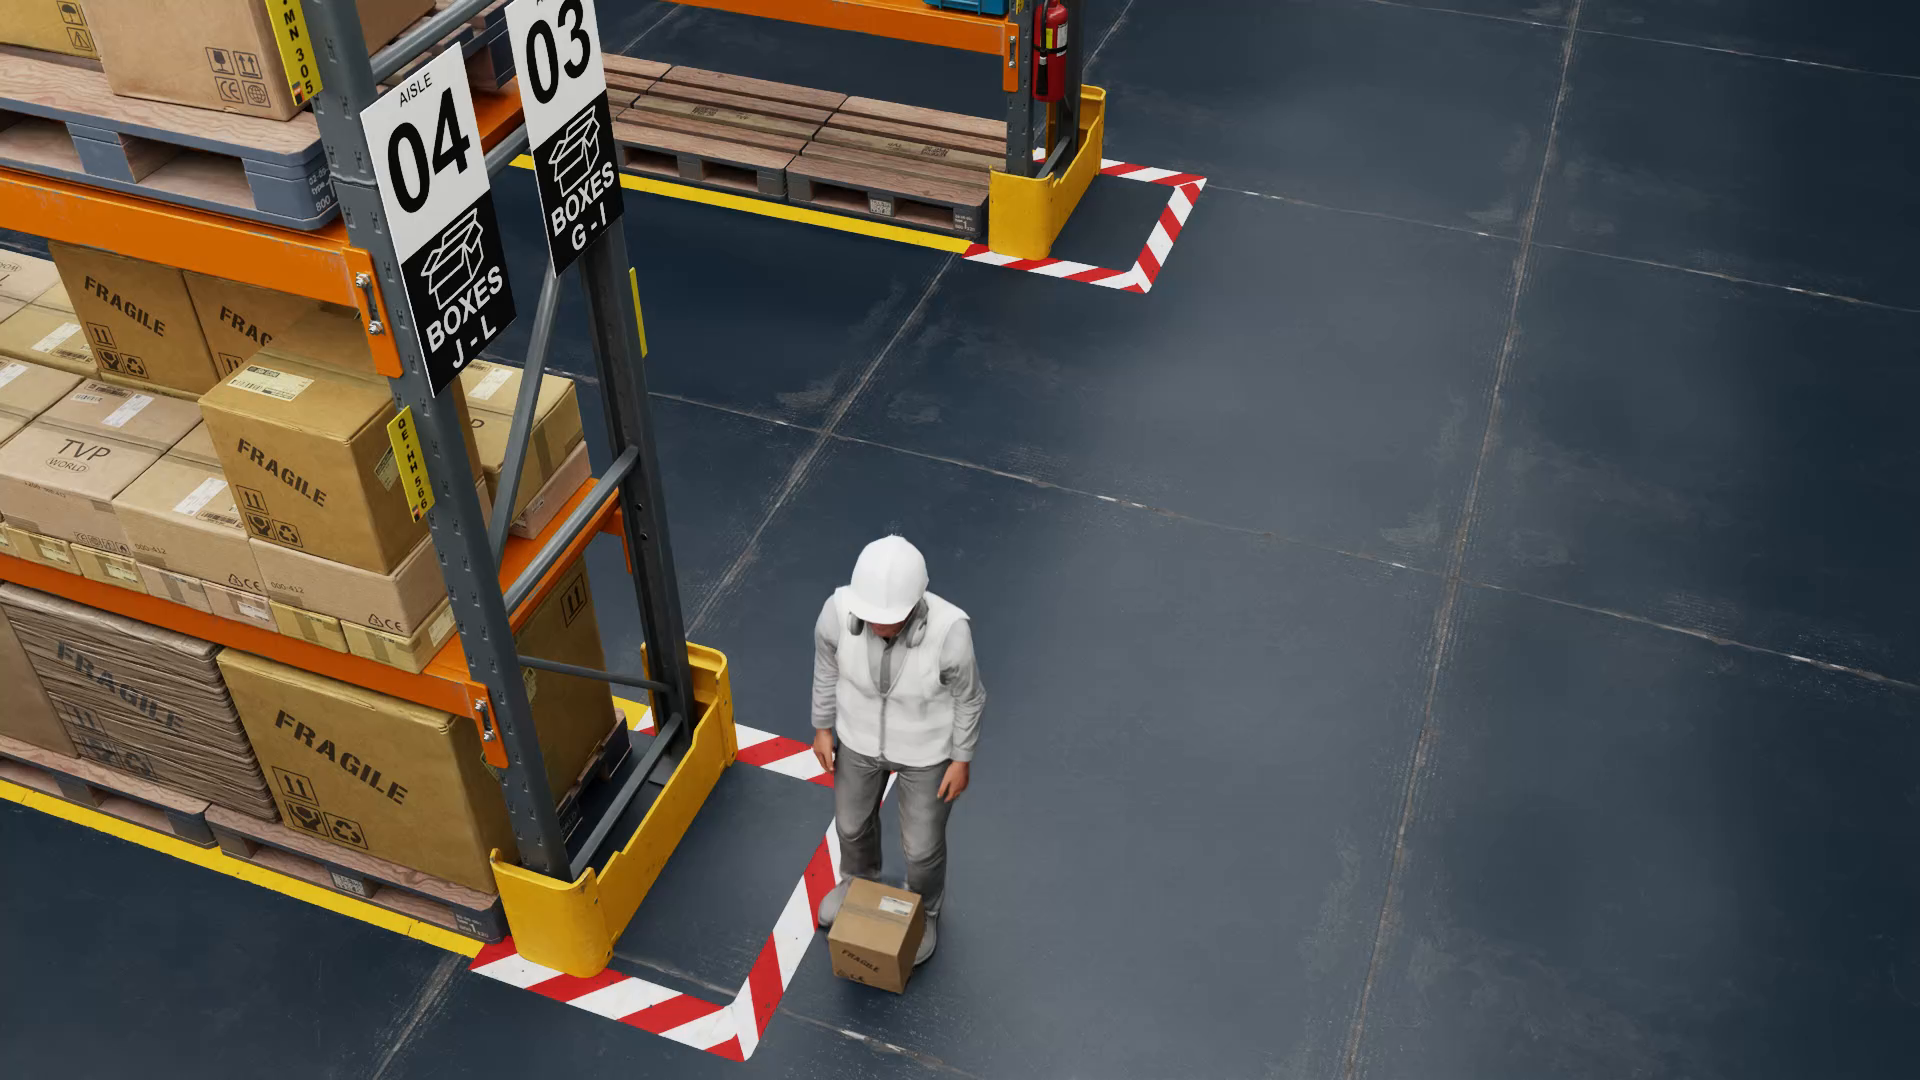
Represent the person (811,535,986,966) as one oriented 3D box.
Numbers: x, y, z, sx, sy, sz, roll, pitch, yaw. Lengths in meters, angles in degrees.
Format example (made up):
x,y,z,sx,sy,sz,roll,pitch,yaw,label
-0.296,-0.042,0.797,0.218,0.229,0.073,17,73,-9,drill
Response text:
x,y,z,sx,sy,sz,roll,pitch,yaw,label
-0.207,0.653,5.393,0.569,1.772,0.474,12,43,14,person
